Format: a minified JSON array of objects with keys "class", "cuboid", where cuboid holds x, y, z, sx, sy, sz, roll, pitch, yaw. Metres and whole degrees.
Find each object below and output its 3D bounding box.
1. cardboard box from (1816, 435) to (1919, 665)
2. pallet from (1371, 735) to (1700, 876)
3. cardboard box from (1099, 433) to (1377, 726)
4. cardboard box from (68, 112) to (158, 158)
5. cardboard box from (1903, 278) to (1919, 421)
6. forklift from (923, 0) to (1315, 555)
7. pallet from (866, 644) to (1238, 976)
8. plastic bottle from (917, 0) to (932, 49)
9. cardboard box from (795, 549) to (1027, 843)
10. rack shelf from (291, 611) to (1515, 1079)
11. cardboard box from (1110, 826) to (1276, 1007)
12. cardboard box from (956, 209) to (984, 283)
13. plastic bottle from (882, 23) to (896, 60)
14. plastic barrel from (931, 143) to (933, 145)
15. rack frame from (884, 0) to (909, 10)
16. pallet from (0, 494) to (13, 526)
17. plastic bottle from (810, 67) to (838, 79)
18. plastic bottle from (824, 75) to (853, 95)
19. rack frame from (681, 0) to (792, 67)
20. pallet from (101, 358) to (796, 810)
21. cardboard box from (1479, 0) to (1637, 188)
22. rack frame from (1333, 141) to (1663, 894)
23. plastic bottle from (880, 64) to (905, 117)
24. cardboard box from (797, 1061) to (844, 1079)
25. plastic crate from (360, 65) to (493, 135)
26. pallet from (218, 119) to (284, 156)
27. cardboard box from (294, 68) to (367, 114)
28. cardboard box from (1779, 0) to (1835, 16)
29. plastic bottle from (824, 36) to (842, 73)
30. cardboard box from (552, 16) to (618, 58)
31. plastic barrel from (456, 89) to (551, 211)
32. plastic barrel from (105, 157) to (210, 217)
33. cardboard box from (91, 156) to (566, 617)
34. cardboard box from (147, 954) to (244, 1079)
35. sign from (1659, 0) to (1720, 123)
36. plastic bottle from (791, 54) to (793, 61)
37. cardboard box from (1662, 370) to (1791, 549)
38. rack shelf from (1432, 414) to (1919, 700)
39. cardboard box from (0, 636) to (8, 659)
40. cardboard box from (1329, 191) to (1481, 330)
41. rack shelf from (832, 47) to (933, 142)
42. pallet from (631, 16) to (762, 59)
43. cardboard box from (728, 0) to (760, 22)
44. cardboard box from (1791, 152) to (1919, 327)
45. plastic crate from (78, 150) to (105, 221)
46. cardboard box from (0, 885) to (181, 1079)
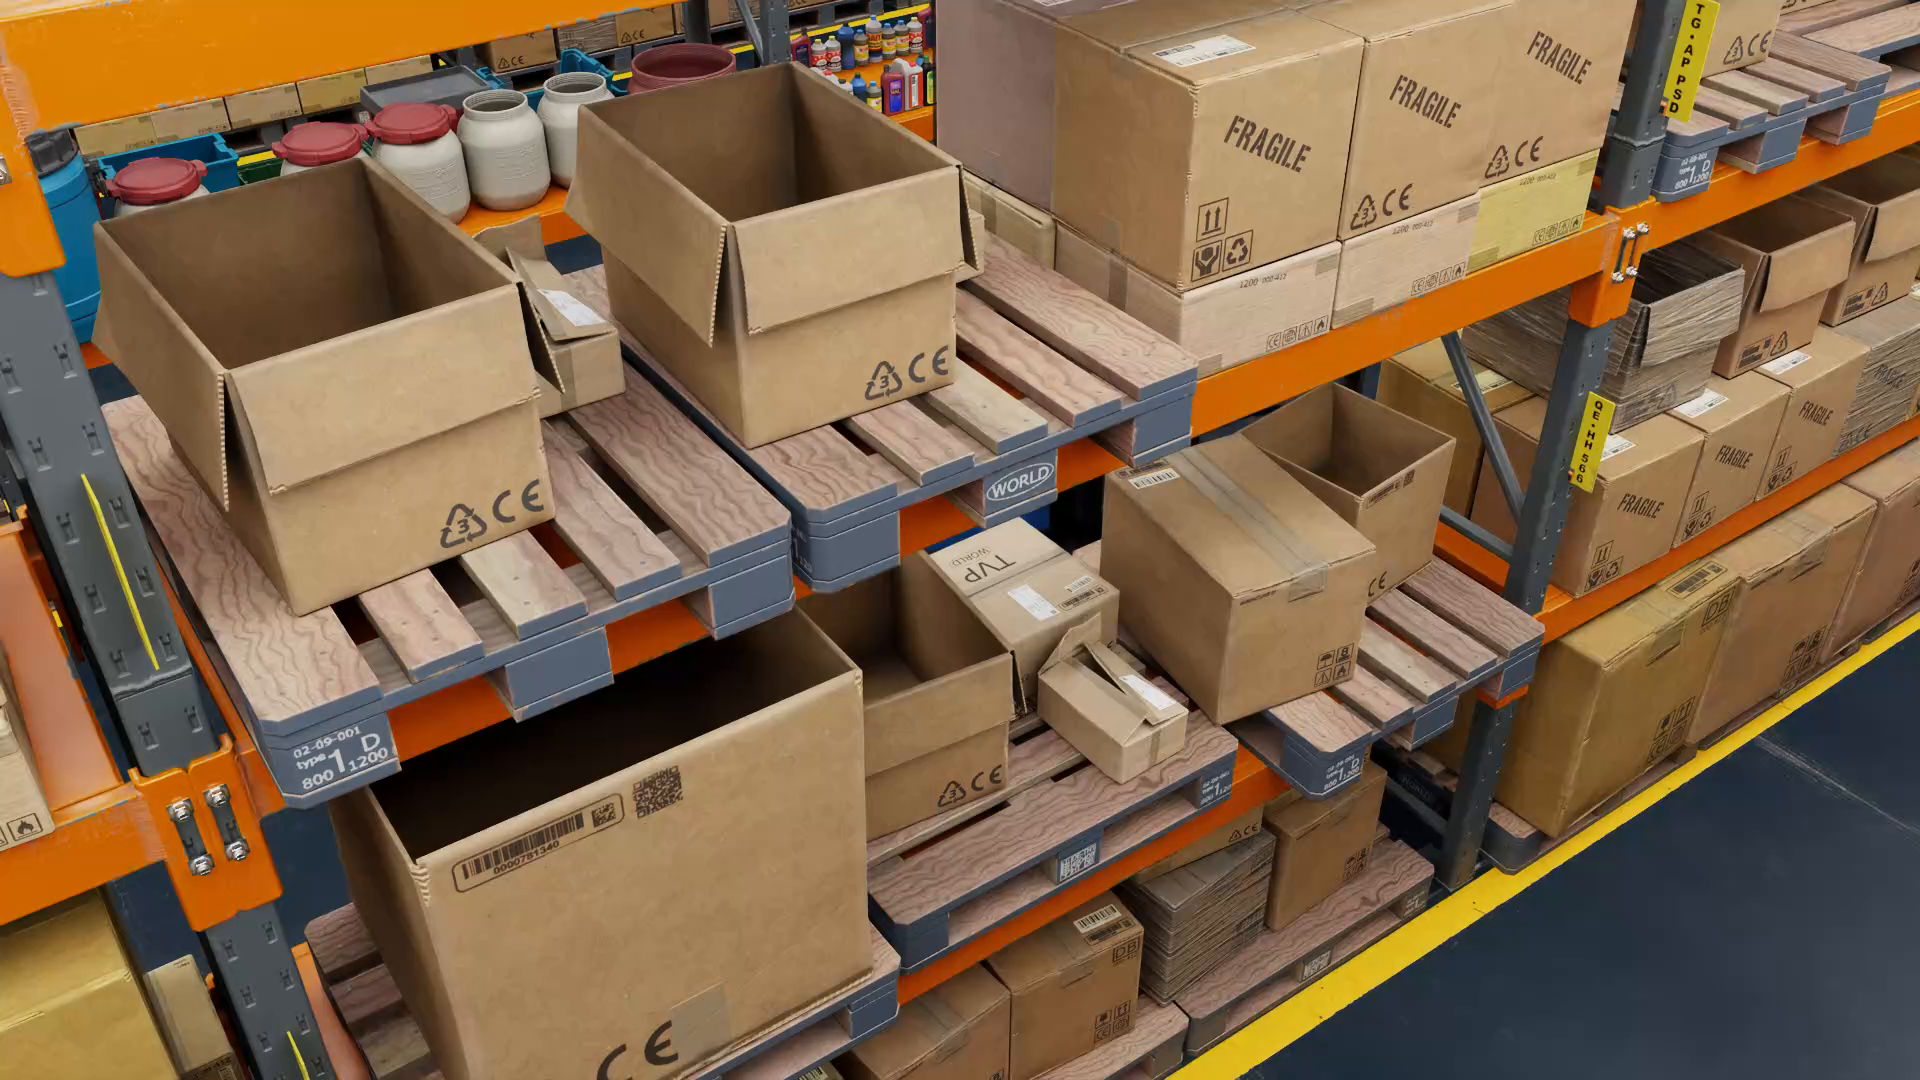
[{"class":"cardboard box","cuboid":[3.669,-0.249,7.487,0.875,0.875,1.225,-24,42,-29]},{"class":"pallet","cuboid":[2.329,0.782,6.982,1.213,0.211,1.003,-22,41,-28]},{"class":"cardboard box","cuboid":[0.824,0.104,5.091,0.500,0.500,0.700,-16,39,-21]},{"class":"cardboard box","cuboid":[-6.020,-2.923,11.741,0.500,0.250,0.500,-24,42,-29]},{"class":"cardboard box","cuboid":[3.854,-0.877,6.815,0.500,0.500,0.500,-23,42,-28]},{"class":"forklift","cuboid":[0.677,-1.366,7.639,3.031,2.935,1.130,-12,37,-16]},{"class":"pallet","cuboid":[0.046,0.642,4.952,1.213,0.211,1.003,-22,41,-28]},{"class":"plastic bottle","cuboid":[-0.193,-3.162,10.177,0.133,0.283,0.061,-22,41,-28]},{"class":"cardboard box","cuboid":[-0.265,0.385,4.698,0.637,0.503,0.797,-18,39,-23]},{"class":"rack shelf","cuboid":[0.006,0.844,5.124,4.000,0.370,1.077,-22,41,-28]},{"class":"cardboard box","cuboid":[0.659,1.143,5.856,0.500,0.500,0.700,-26,43,-31]},{"class":"cardboard box","cuboid":[-0.154,-0.747,3.992,0.250,0.166,0.380,-24,42,-29]},{"class":"plastic bottle","cuboid":[-0.436,-3.015,10.044,0.097,0.201,0.097,0,36,0]},{"class":"plastic barrel","cuboid":[0.101,-2.229,10.486,0.708,0.588,0.600,-22,41,-28]},{"class":"rack frame","cuboid":[-0.793,-6.196,14.296,0.127,3.000,1.000,-22,41,-28]},{"class":"pallet","cuboid":[-5.055,0.199,7.793,1.213,0.211,1.003,-22,41,-28]},{"class":"plastic bottle","cuboid":[-0.760,-2.498,9.261,0.135,0.276,0.152,-22,41,-28]},{"class":"plastic bottle","cuboid":[-0.673,-2.426,9.160,0.135,0.276,0.152,-22,41,-28]},{"class":"rack frame","cuboid":[-1.212,-2.485,9.136,0.127,3.000,1.000,-22,41,-28]},{"class":"pallet","cuboid":[-1.063,-0.074,3.376,1.003,0.211,1.213,-22,41,-28]},{"class":"cardboard box","cuboid":[1.395,-1.303,4.409,0.500,0.500,0.500,-21,41,-27]},{"class":"rack frame","cuboid":[1.641,-0.121,5.849,0.127,3.000,1.000,-22,41,-28]},{"class":"plastic bottle","cuboid":[-0.378,-2.518,9.281,0.133,0.283,0.061,-22,41,-28]},{"class":"cardboard box","cuboid":[-0.714,1.713,5.063,0.500,0.500,0.700,-23,41,-28]},{"class":"plastic crate","cuboid":[-2.710,-2.113,8.565,0.583,0.464,0.402,-22,41,-28]},{"class":"pallet","cuboid":[-5.755,-3.052,12.313,1.213,0.211,1.003,-22,41,-28]},{"class":"cardboard box","cuboid":[-4.772,-3.436,12.454,0.500,0.250,0.500,-23,42,-28]},{"class":"cardboard box","cuboid":[2.753,-2.122,5.617,0.500,0.500,0.500,-20,40,-26]},{"class":"plastic bottle","cuboid":[-0.755,-2.884,9.862,0.097,0.201,0.097,0,36,0]},{"class":"cardboard box","cuboid":[-3.102,-4.210,13.298,0.500,0.500,0.500,-24,42,-29]},{"class":"plastic barrel","cuboid":[-2.275,-1.941,8.284,0.421,0.512,0.421,0,36,0]},{"class":"plastic barrel","cuboid":[-3.574,-1.412,7.528,0.433,0.535,0.433,0,36,0]},{"class":"cardboard box","cuboid":[-1.188,-0.317,3.104,0.637,0.503,0.797,-25,42,-30]},{"class":"cardboard box","cuboid":[-1.978,1.255,4.151,0.250,0.149,0.380,-22,41,-28]},{"class":"sign","cuboid":[1.952,-1.289,4.462,0.005,0.325,0.100,-22,41,-28]},{"class":"plastic bottle","cuboid":[-1.023,-2.774,9.708,0.097,0.201,0.097,0,36,0]},{"class":"cardboard box","cuboid":[2.615,-0.370,6.110,0.500,0.500,0.500,-24,42,-29]},{"class":"rack shelf","cuboid":[3.276,-0.502,6.995,4.000,0.370,1.077,-22,41,-28]},{"class":"cardboard box","cuboid":[-2.144,0.097,3.106,0.500,0.250,0.500,-24,42,-30]},{"class":"cardboard box","cuboid":[0.996,-0.828,4.391,0.500,0.250,0.500,-23,41,-28]},{"class":"rack shelf","cuboid":[0.422,-2.866,10.282,4.000,0.370,1.077,-22,41,-28]},{"class":"pallet","cuboid":[-2.434,-4.359,14.130,1.213,0.211,1.003,-22,41,-28]},{"class":"cardboard box","cuboid":[-1.851,-4.726,14.016,0.500,0.500,0.500,-22,41,-27]},{"class":"cardboard box","cuboid":[3.326,-1.254,6.479,0.637,0.503,0.797,-21,41,-26]},{"class":"plastic crate","cuboid":[-4.263,-1.474,7.676,0.583,0.464,0.402,-22,41,-28]},{"class":"cardboard box","cuboid":[-1.838,0.940,3.178,0.500,0.500,0.500,-22,41,-28]}]
